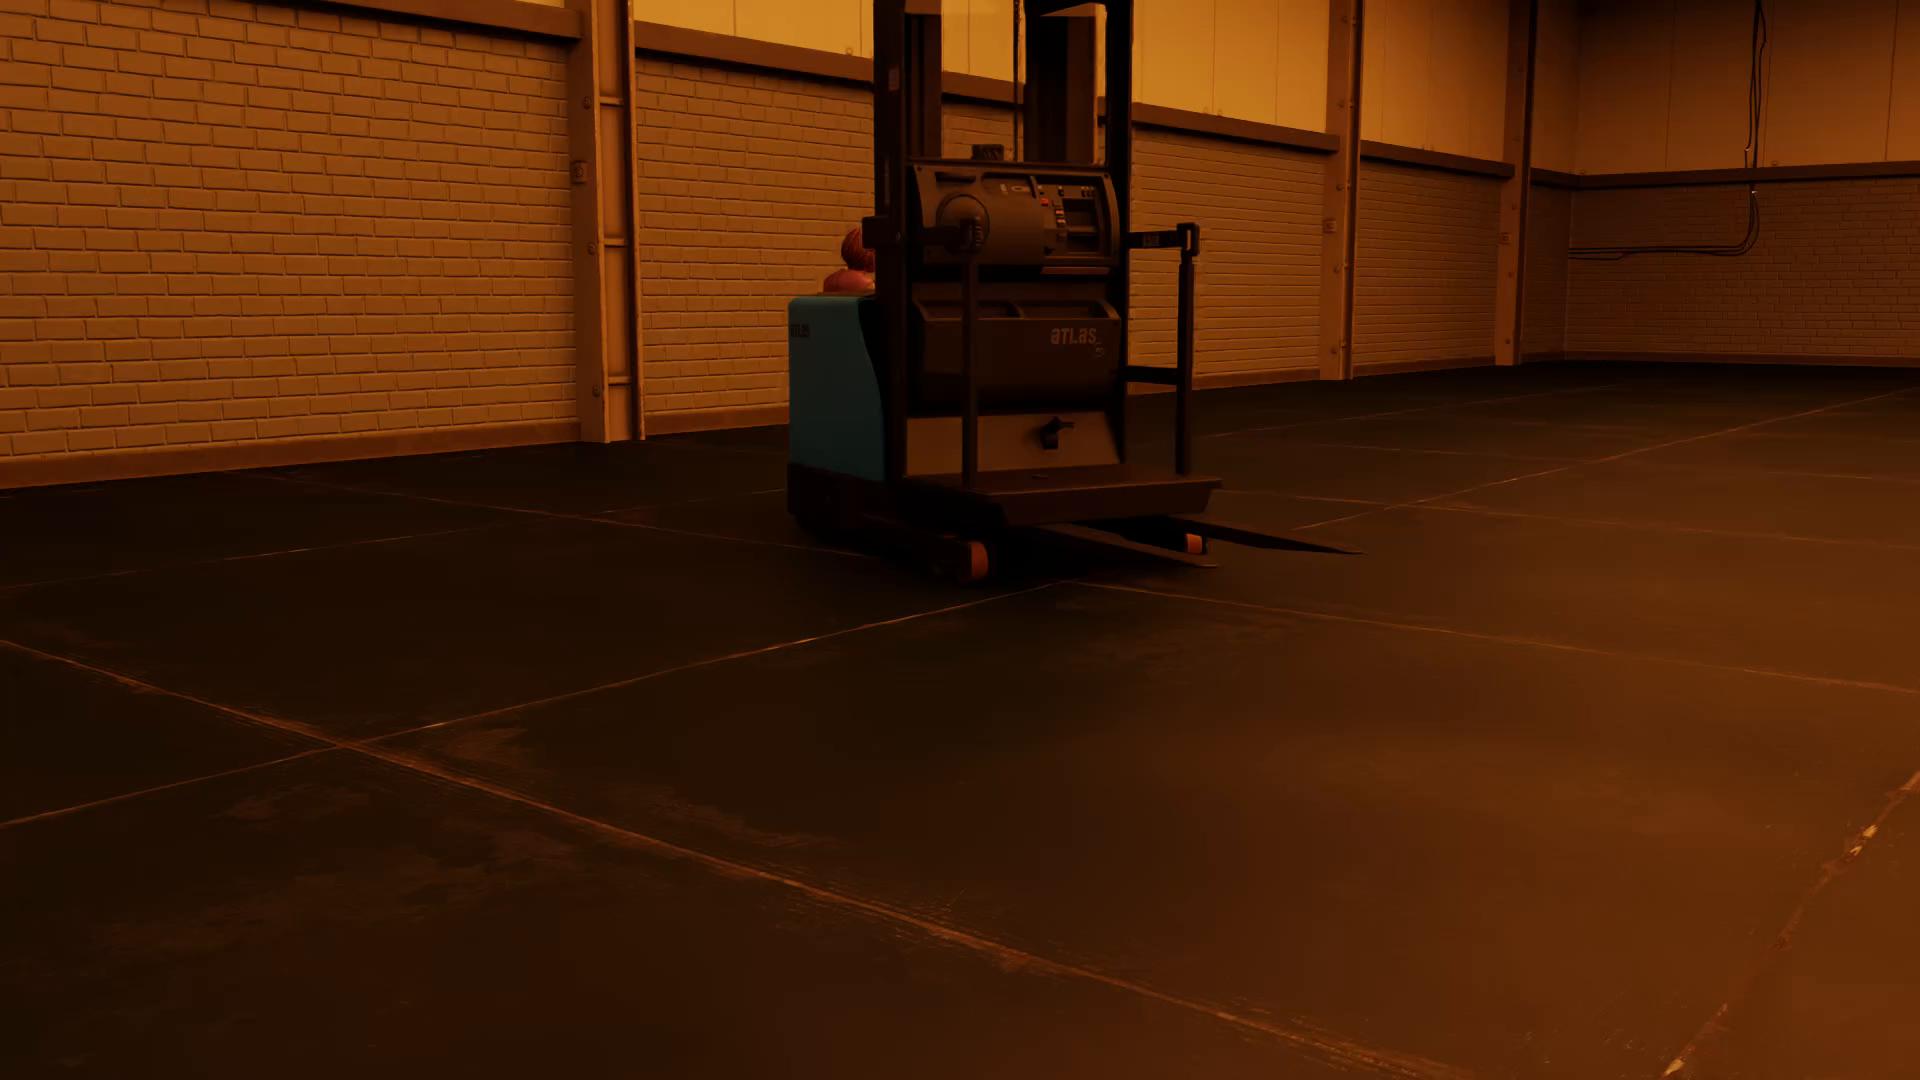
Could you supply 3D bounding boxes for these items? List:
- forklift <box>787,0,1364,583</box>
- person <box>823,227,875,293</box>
[{"bbox_3d":[0.342,-1.360,6.577,1.130,2.935,3.031,-5,9,-28],"label":"forklift"},{"bbox_3d":[-0.382,-0.849,8.511,0.582,1.454,0.695,-8,11,-42],"label":"person"}]
